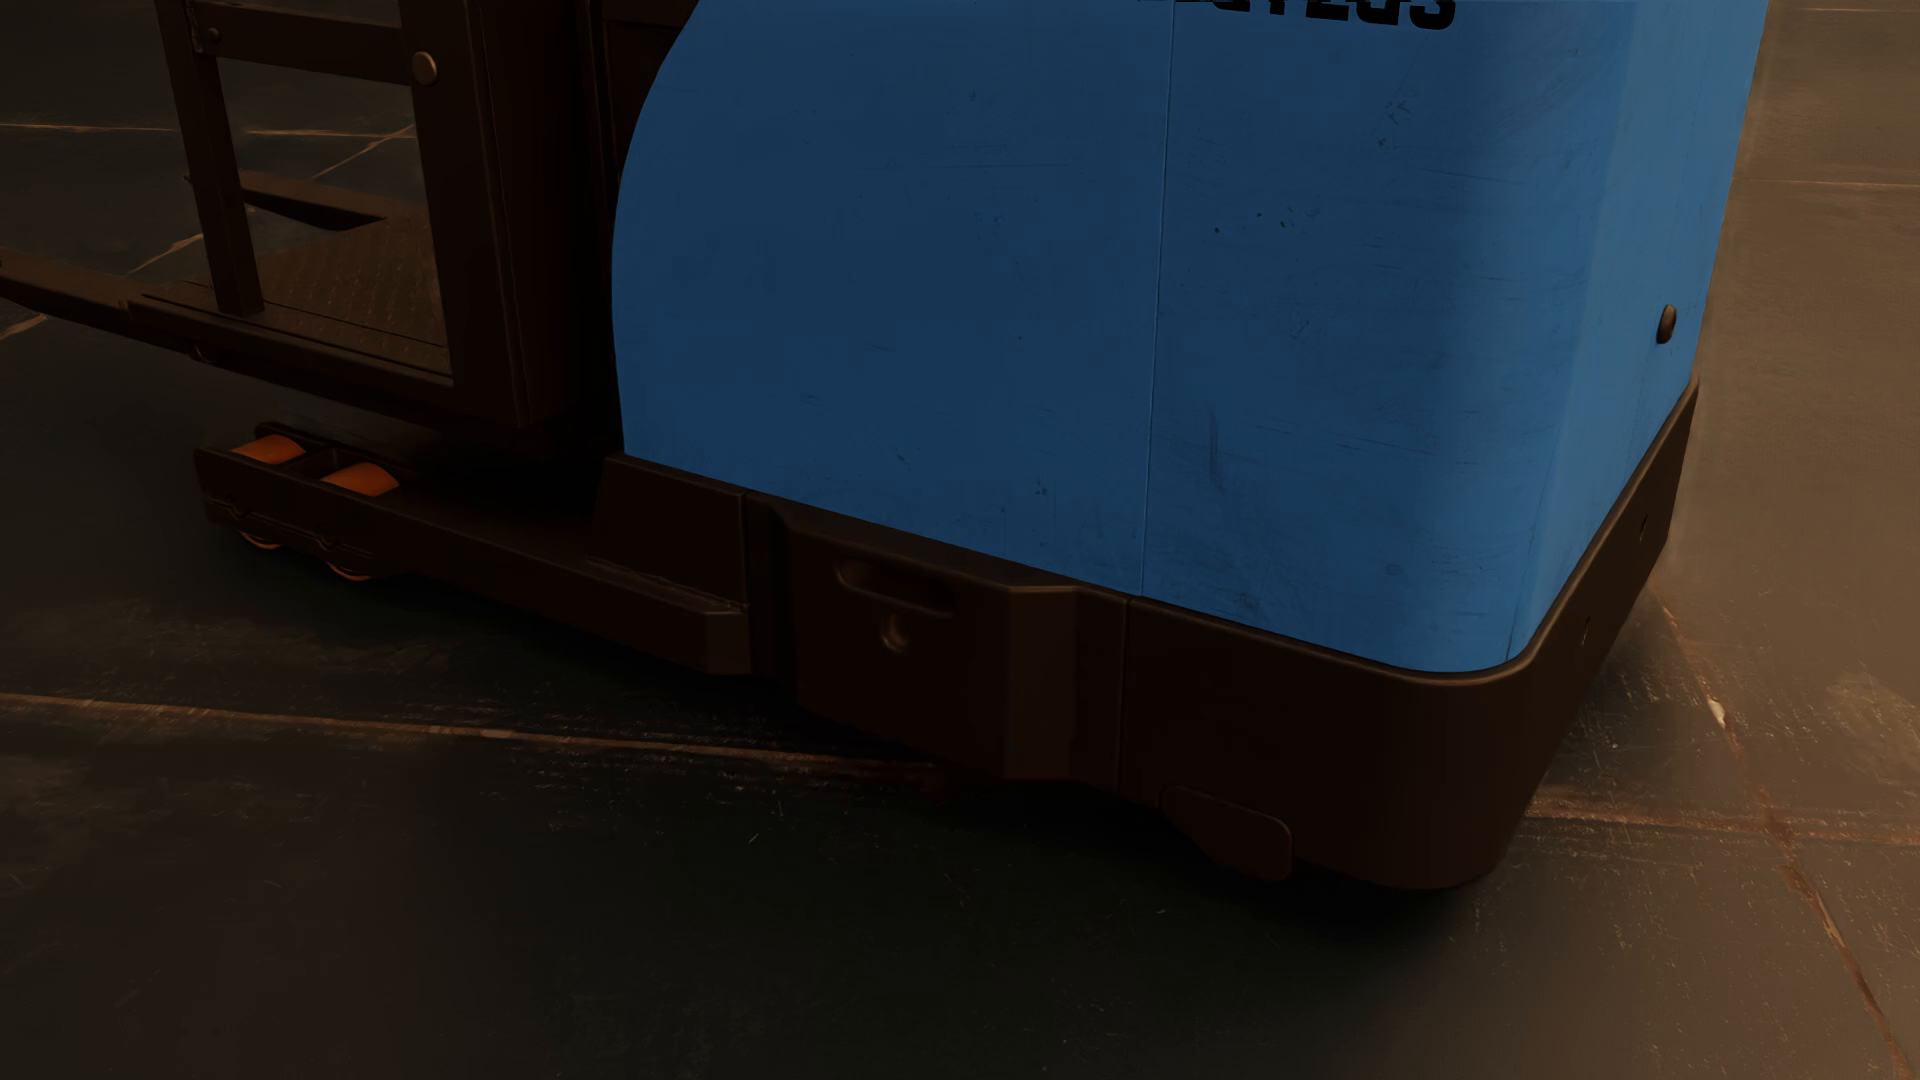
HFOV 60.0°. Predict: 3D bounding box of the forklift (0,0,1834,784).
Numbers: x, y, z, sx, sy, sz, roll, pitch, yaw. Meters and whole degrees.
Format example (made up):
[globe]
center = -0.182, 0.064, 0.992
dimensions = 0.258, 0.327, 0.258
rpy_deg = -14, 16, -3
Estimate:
[forklift]
center = -0.616, -1.272, 1.766
dimensions = 3.031, 2.935, 1.130
rpy_deg = -2, 27, -3
